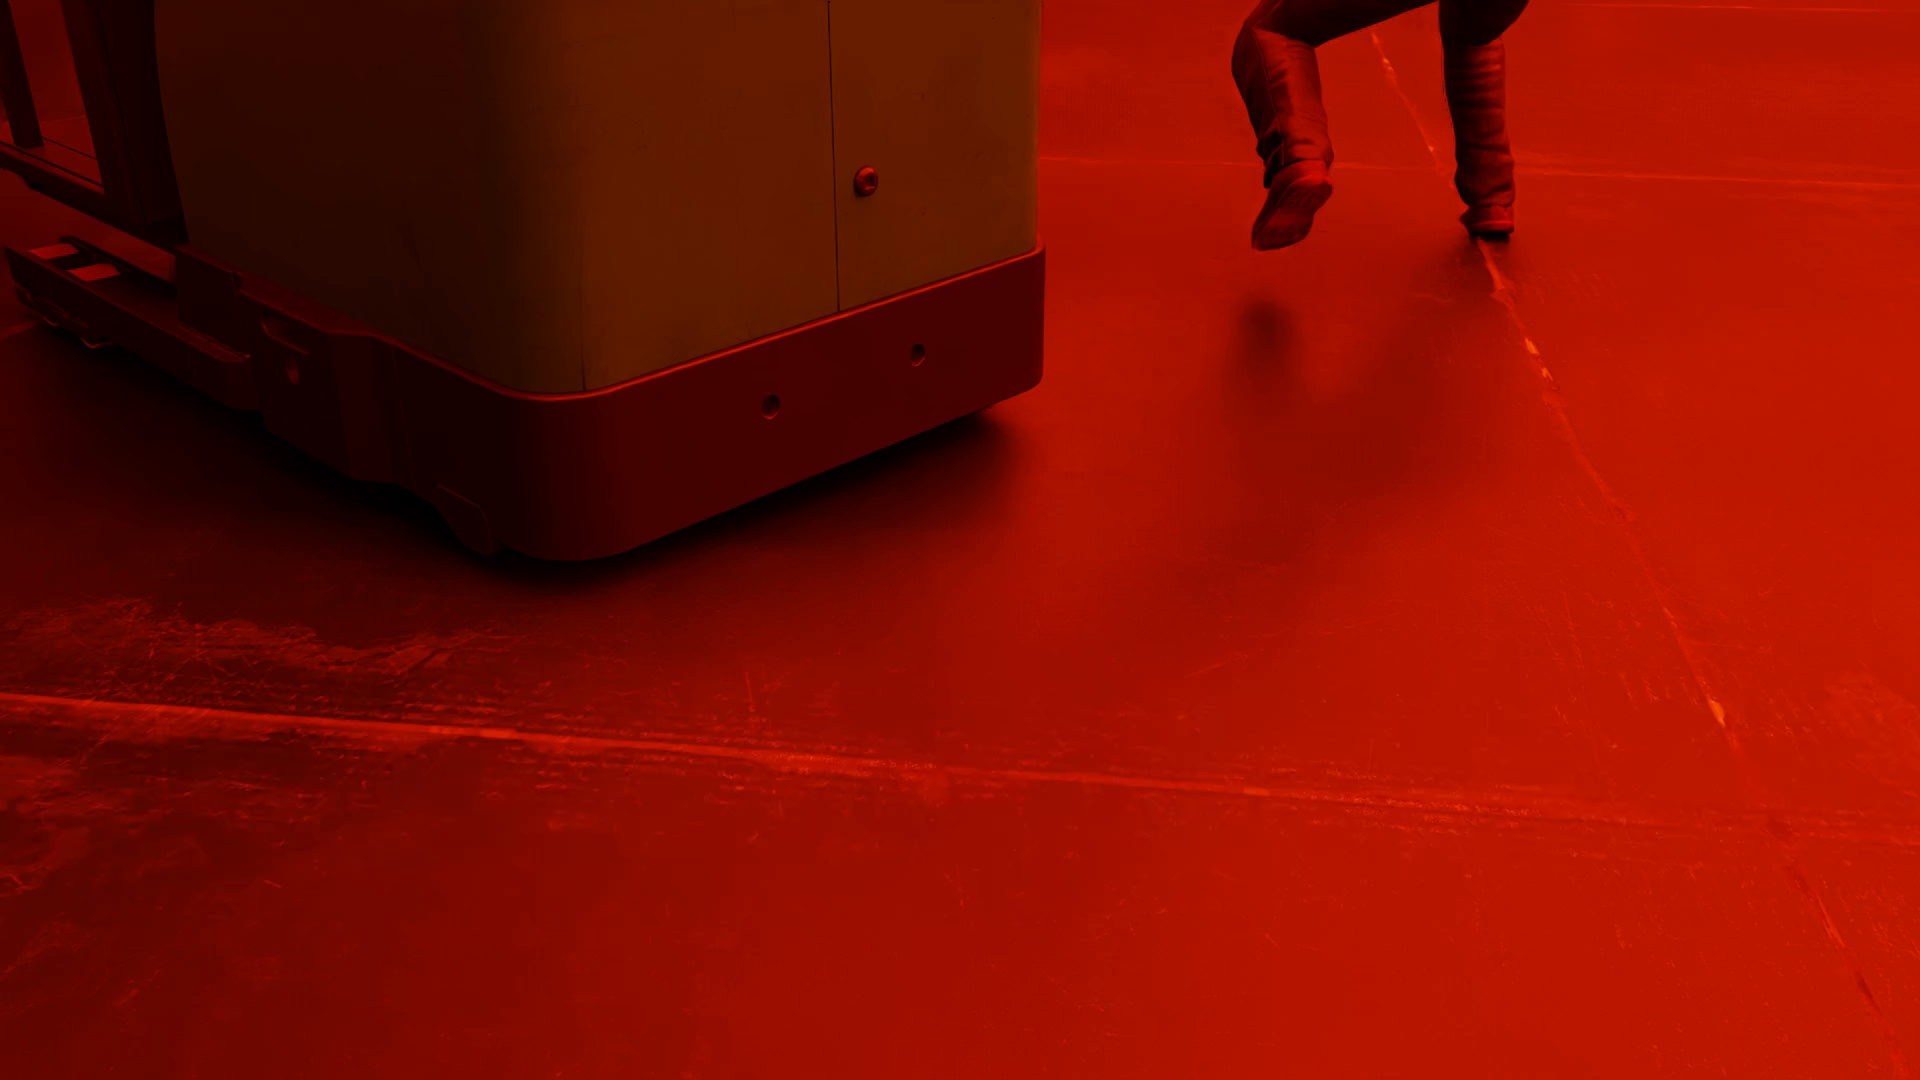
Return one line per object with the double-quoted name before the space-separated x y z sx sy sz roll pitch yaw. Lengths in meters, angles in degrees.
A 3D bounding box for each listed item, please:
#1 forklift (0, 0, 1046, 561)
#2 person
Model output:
"forklift" -1.271 -1.832 2.889 3.031 2.935 1.130 23 34 38
"person" 1.057 -1.334 3.558 1.049 1.542 0.472 -12 29 -22
